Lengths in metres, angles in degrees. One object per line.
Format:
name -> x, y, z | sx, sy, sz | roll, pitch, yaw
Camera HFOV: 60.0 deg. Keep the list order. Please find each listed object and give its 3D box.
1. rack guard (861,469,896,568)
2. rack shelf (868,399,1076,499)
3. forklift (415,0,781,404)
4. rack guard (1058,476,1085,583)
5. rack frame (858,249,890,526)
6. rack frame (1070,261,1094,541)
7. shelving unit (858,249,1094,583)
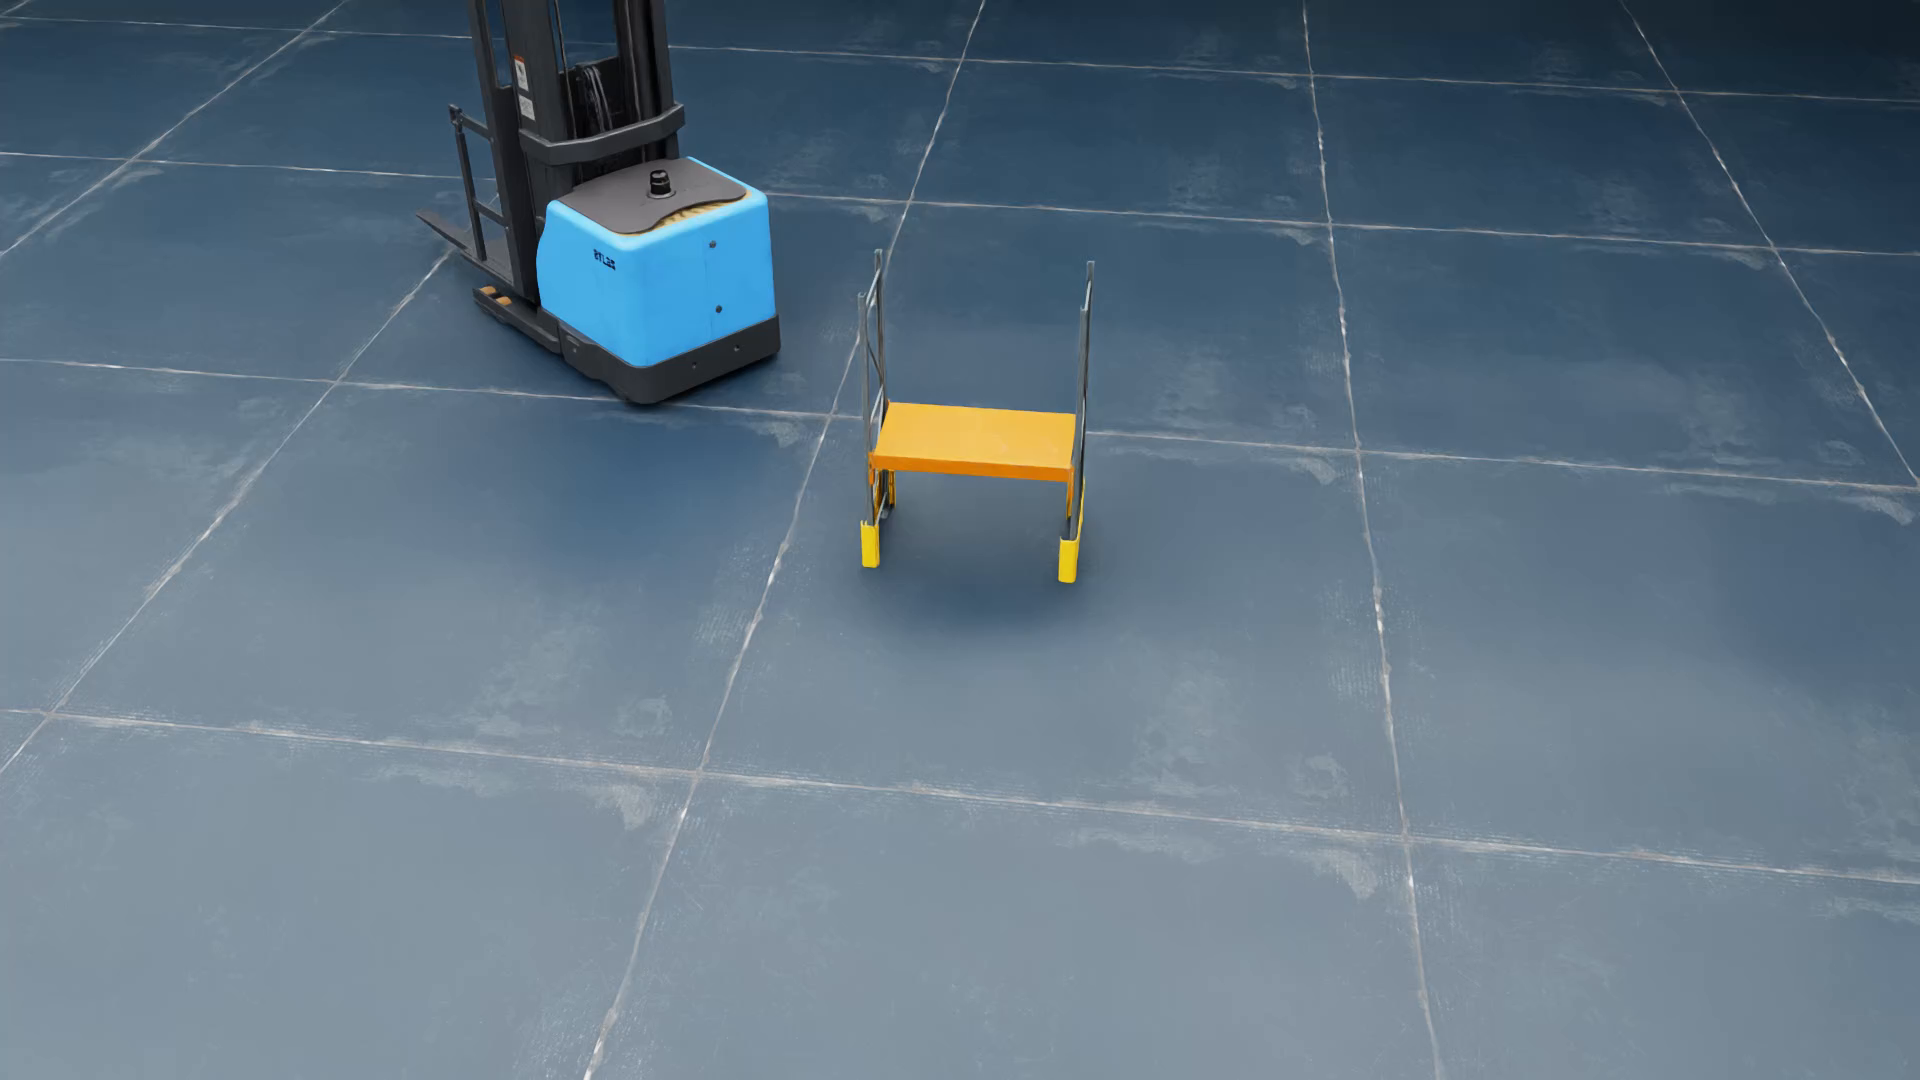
rack guard -> -0.418, -0.133, 8.578 | 0.087, 0.250, 0.587 | 4, 36, 6
rack shelf -> 0.085, -0.458, 8.267 | 1.000, 0.185, 0.538 | 4, 36, 6
forklift -> -2.458, -2.745, 9.930 | 1.130, 2.935, 3.031 | -28, 44, -33
rack guard -> 0.570, -0.059, 8.475 | 0.087, 0.250, 0.587 | 4, 36, 6
rack frame -> -0.420, -0.642, 8.215 | 0.032, 1.500, 0.500 | 4, 36, 6
rack frame -> 0.589, -0.567, 8.110 | 0.032, 1.500, 0.500 | 4, 36, 6
shelving unit -> 0.076, -0.605, 8.163 | 1.083, 1.500, 0.587 | 4, 36, 6
